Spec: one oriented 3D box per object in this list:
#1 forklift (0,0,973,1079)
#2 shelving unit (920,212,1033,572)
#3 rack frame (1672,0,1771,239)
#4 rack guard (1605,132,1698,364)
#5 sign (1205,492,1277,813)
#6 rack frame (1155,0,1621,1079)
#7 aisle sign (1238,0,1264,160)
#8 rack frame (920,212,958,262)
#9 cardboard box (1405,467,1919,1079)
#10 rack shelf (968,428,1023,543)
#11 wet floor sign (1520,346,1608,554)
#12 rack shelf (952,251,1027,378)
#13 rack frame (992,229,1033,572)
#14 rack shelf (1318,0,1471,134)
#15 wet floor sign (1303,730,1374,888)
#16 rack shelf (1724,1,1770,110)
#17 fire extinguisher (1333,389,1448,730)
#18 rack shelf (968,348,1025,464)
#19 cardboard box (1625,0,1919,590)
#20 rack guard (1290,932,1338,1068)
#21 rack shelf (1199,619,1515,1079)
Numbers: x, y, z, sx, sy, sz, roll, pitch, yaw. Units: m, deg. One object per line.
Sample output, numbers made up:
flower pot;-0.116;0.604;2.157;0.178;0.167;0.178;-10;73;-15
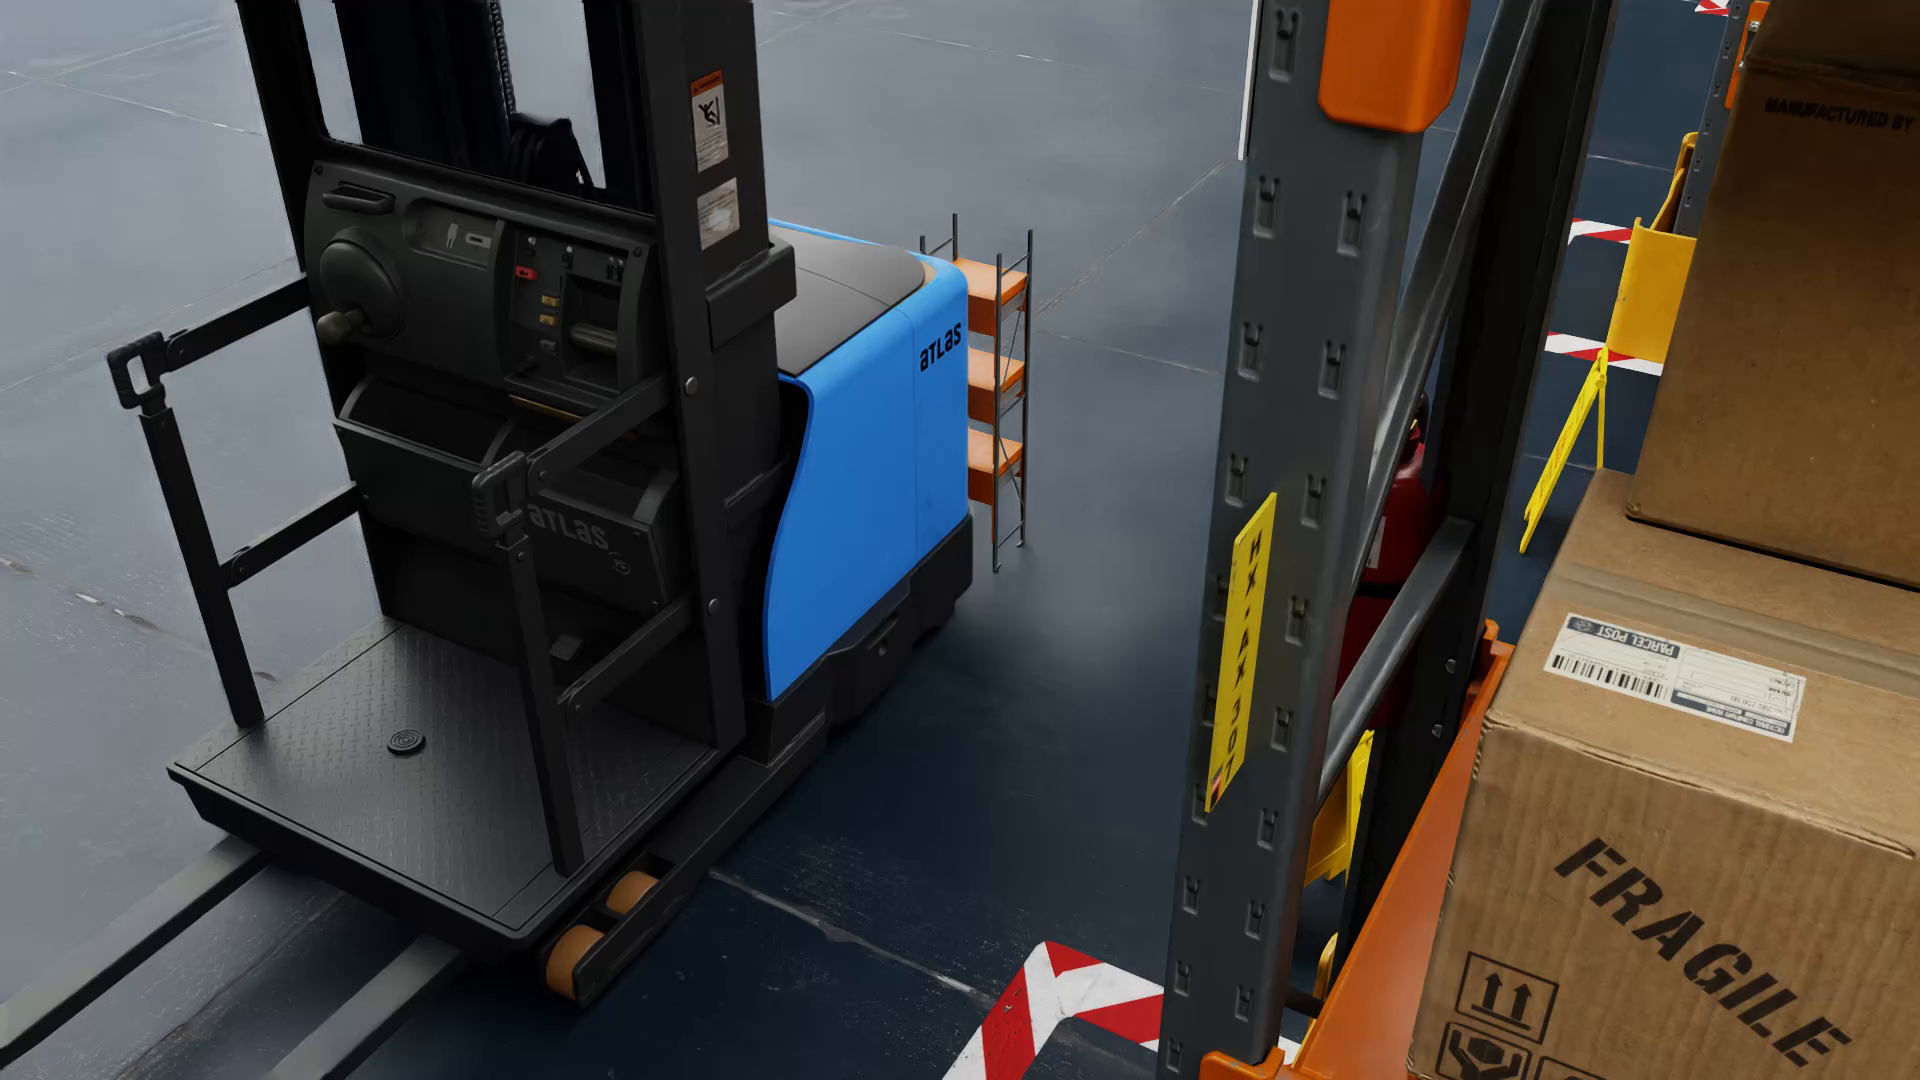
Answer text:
forklift;-1.131;-0.484;3.333;1.130;2.935;3.031;18;37;24
shelving unit;0.046;-0.422;4.937;0.252;1.050;0.215;18;37;24
rack frame;2.907;-2.198;5.845;0.127;3.000;1.000;18;37;24
rack guard;2.886;-1.165;6.548;0.348;0.500;1.175;18;37;24
sign;0.269;0.112;1.594;0.005;0.325;0.100;18;37;24
rack frame;0.537;0.213;2.224;0.053;2.616;0.949;18;37;24
aisle sign;0.331;-0.738;1.307;0.004;0.787;0.394;18;37;24
rack frame;-0.059;-0.456;4.987;0.008;1.050;0.200;18;37;24
cardboard box;0.812;0.310;1.720;0.500;0.500;0.500;17;37;24
rack shelf;0.046;-0.182;5.097;0.240;0.259;0.215;18;37;24
wet floor sign;1.899;-0.274;5.079;0.232;0.644;0.267;11;35;16
rack shelf;0.046;-0.650;4.785;0.240;0.259;0.215;18;37;24
rack frame;0.152;-0.389;4.887;0.008;1.050;0.200;18;37;24
rack shelf;2.275;-0.188;0.768;4.000;0.370;1.077;18;37;24
wet floor sign;0.904;0.624;3.730;0.267;0.644;0.232;-25;41;-33
rack shelf;4.643;-1.349;5.218;4.000;0.370;1.077;18;37;24
fire extinguisher;0.668;-0.010;2.628;0.183;0.674;0.296;18;37;24
rack shelf;0.046;-0.413;4.943;0.240;0.259;0.215;18;37;24
cardboard box;1.090;-0.335;1.786;0.500;0.500;0.700;17;37;23
rack guard;0.604;1.273;2.888;0.348;0.500;1.175;18;37;24
rack shelf;2.275;1.061;1.600;4.000;0.370;1.077;18;37;24
